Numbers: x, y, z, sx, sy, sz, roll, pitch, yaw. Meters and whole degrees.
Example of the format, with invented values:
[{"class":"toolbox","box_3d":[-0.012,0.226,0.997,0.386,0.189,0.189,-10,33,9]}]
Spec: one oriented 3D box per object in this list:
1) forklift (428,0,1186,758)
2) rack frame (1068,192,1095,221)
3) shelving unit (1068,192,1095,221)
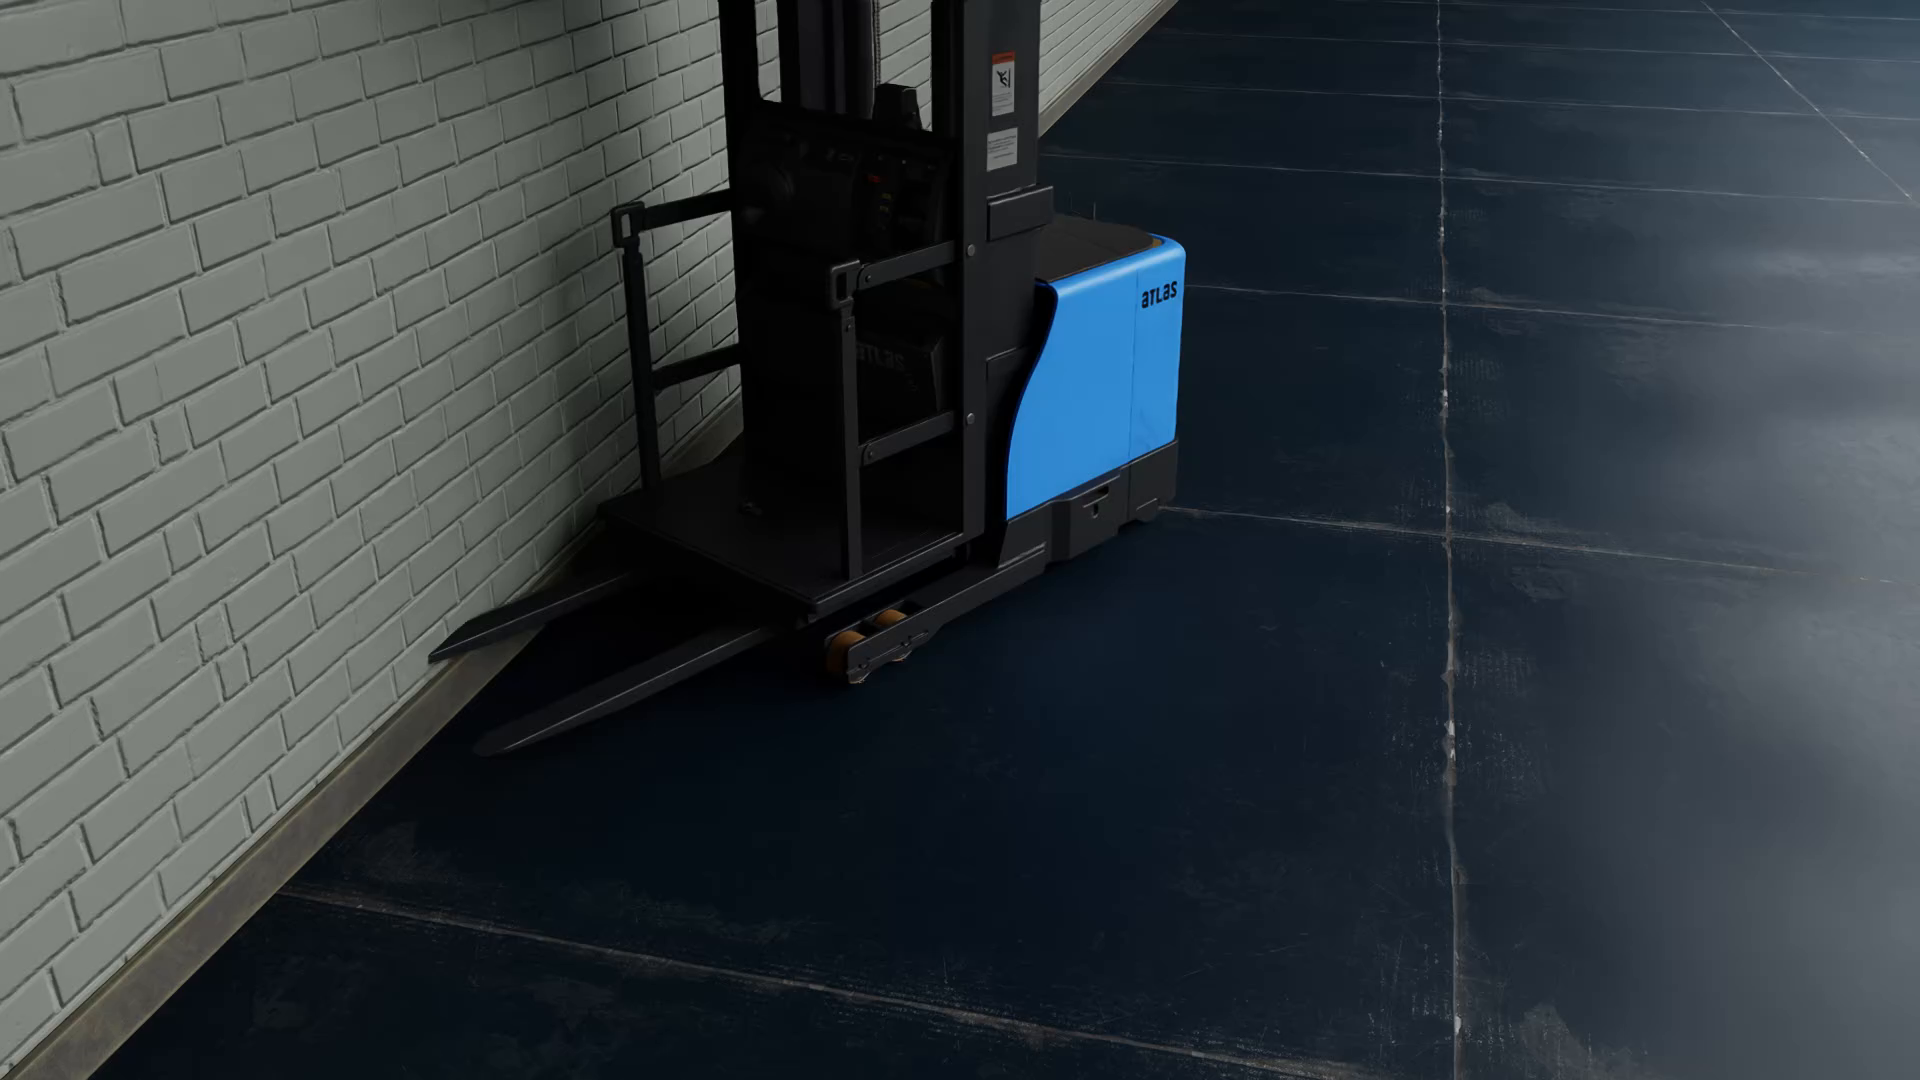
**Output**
[{"class":"forklift","box_3d":[-0.525,-1.113,5.178,1.130,2.935,3.031,21,33,37]},{"class":"rack frame","box_3d":[0.490,-0.906,6.931,0.008,1.050,0.200,-12,28,-24]},{"class":"shelving unit","box_3d":[0.382,-0.882,6.881,0.252,1.050,0.215,-12,28,-24]}]
